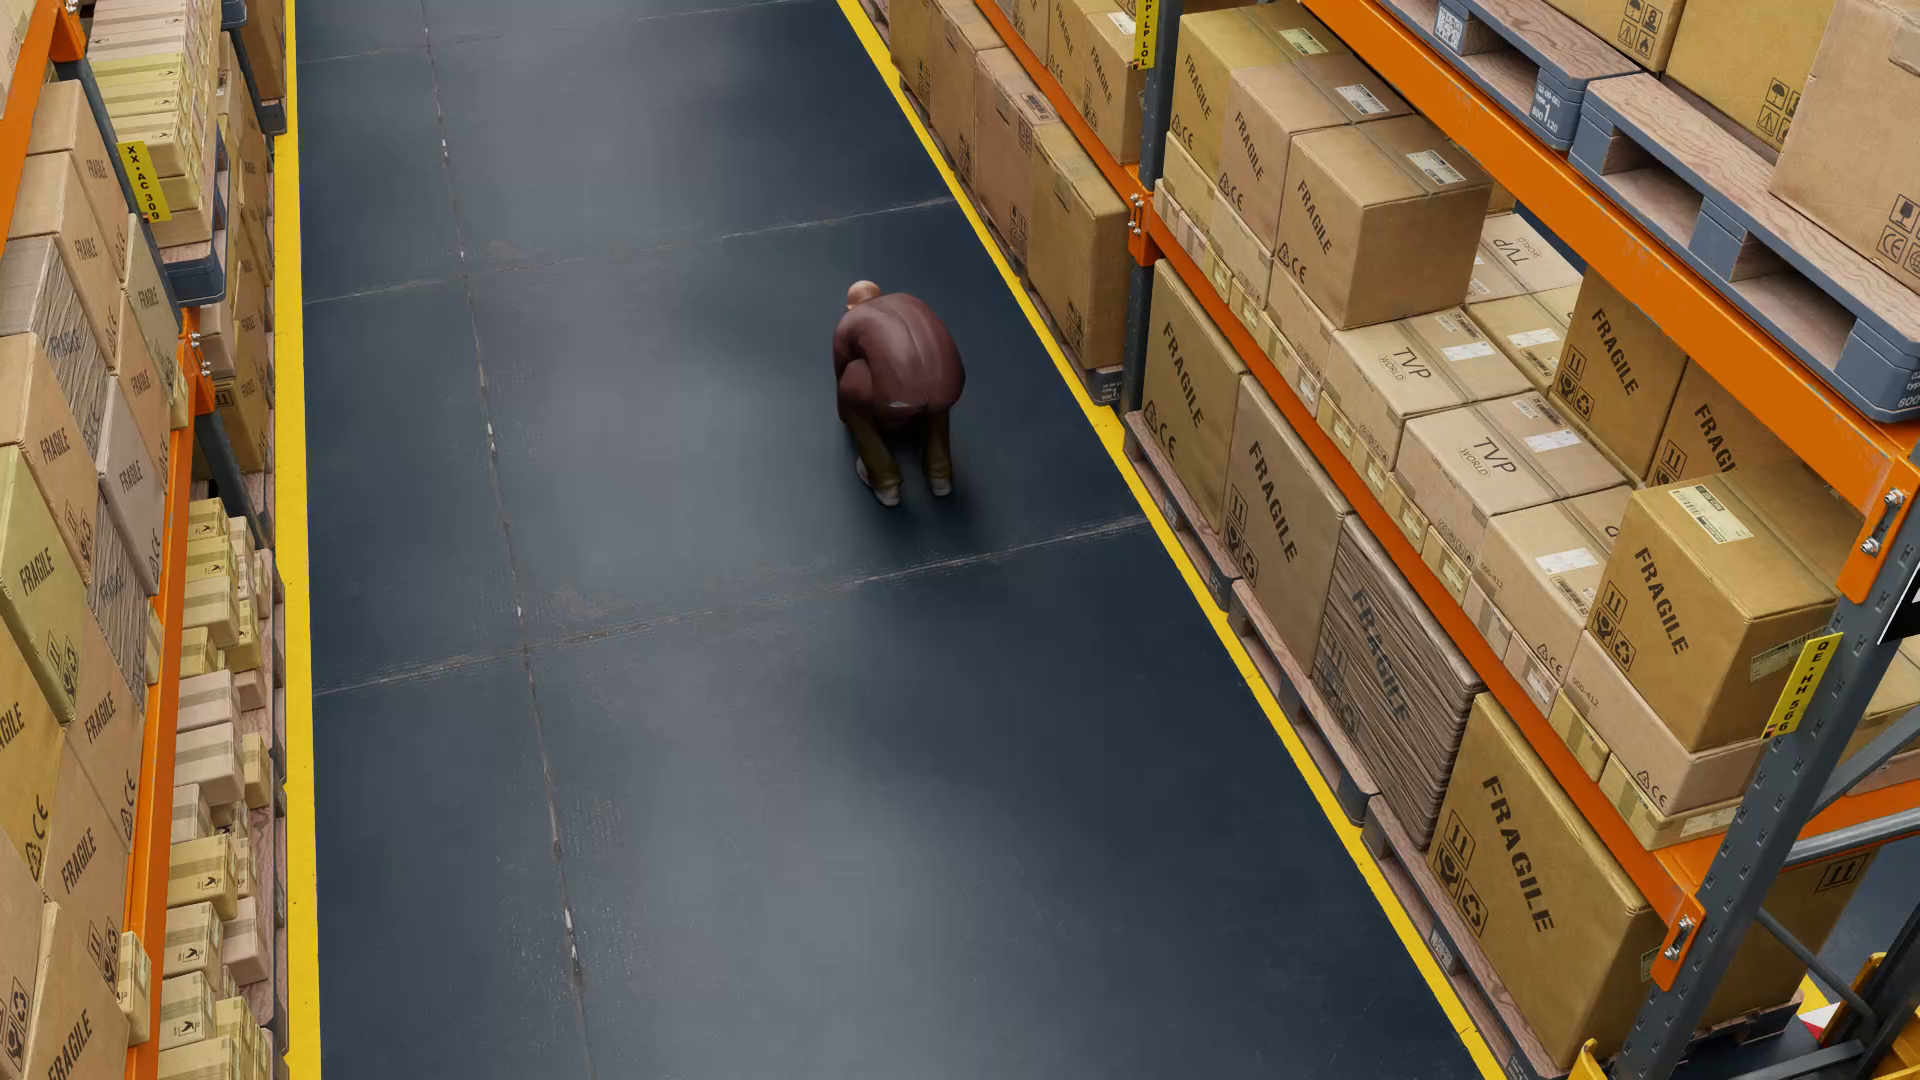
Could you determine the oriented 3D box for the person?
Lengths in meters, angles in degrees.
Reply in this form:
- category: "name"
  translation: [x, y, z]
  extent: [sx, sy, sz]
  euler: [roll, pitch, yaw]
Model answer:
- category: "person"
  translation: [-0.301, -0.717, 7.638]
  extent: [0.595, 0.923, 0.950]
  euler: [-13, 43, -15]
